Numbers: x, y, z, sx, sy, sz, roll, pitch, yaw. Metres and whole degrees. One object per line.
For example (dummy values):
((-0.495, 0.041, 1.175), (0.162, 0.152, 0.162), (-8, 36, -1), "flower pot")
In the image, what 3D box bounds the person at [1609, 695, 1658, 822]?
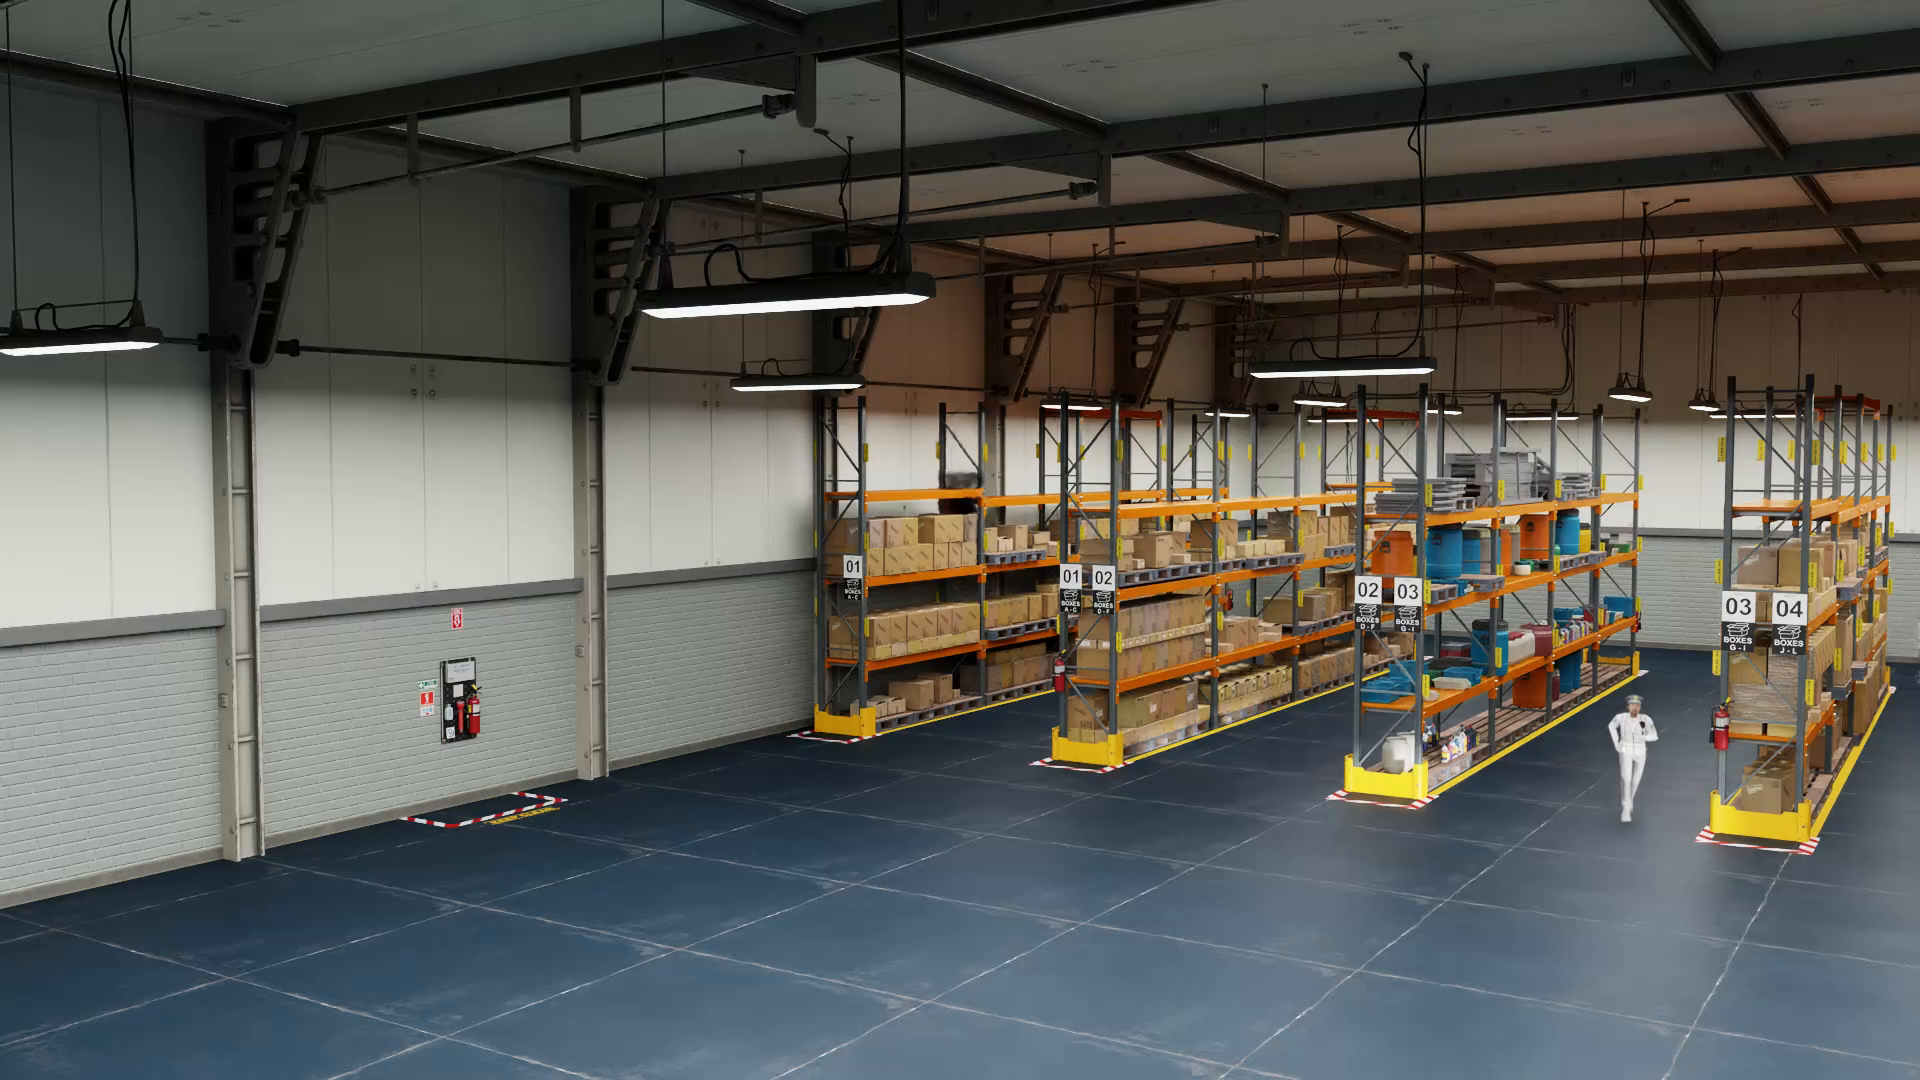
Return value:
((9.248, 2.972, 22.851), (0.589, 1.742, 0.795), (1, 3, 13), "person")

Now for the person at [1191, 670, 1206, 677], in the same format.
((5.078, 2.317, 35.803), (0.599, 1.608, 0.561), (1, 3, 25), "person")
